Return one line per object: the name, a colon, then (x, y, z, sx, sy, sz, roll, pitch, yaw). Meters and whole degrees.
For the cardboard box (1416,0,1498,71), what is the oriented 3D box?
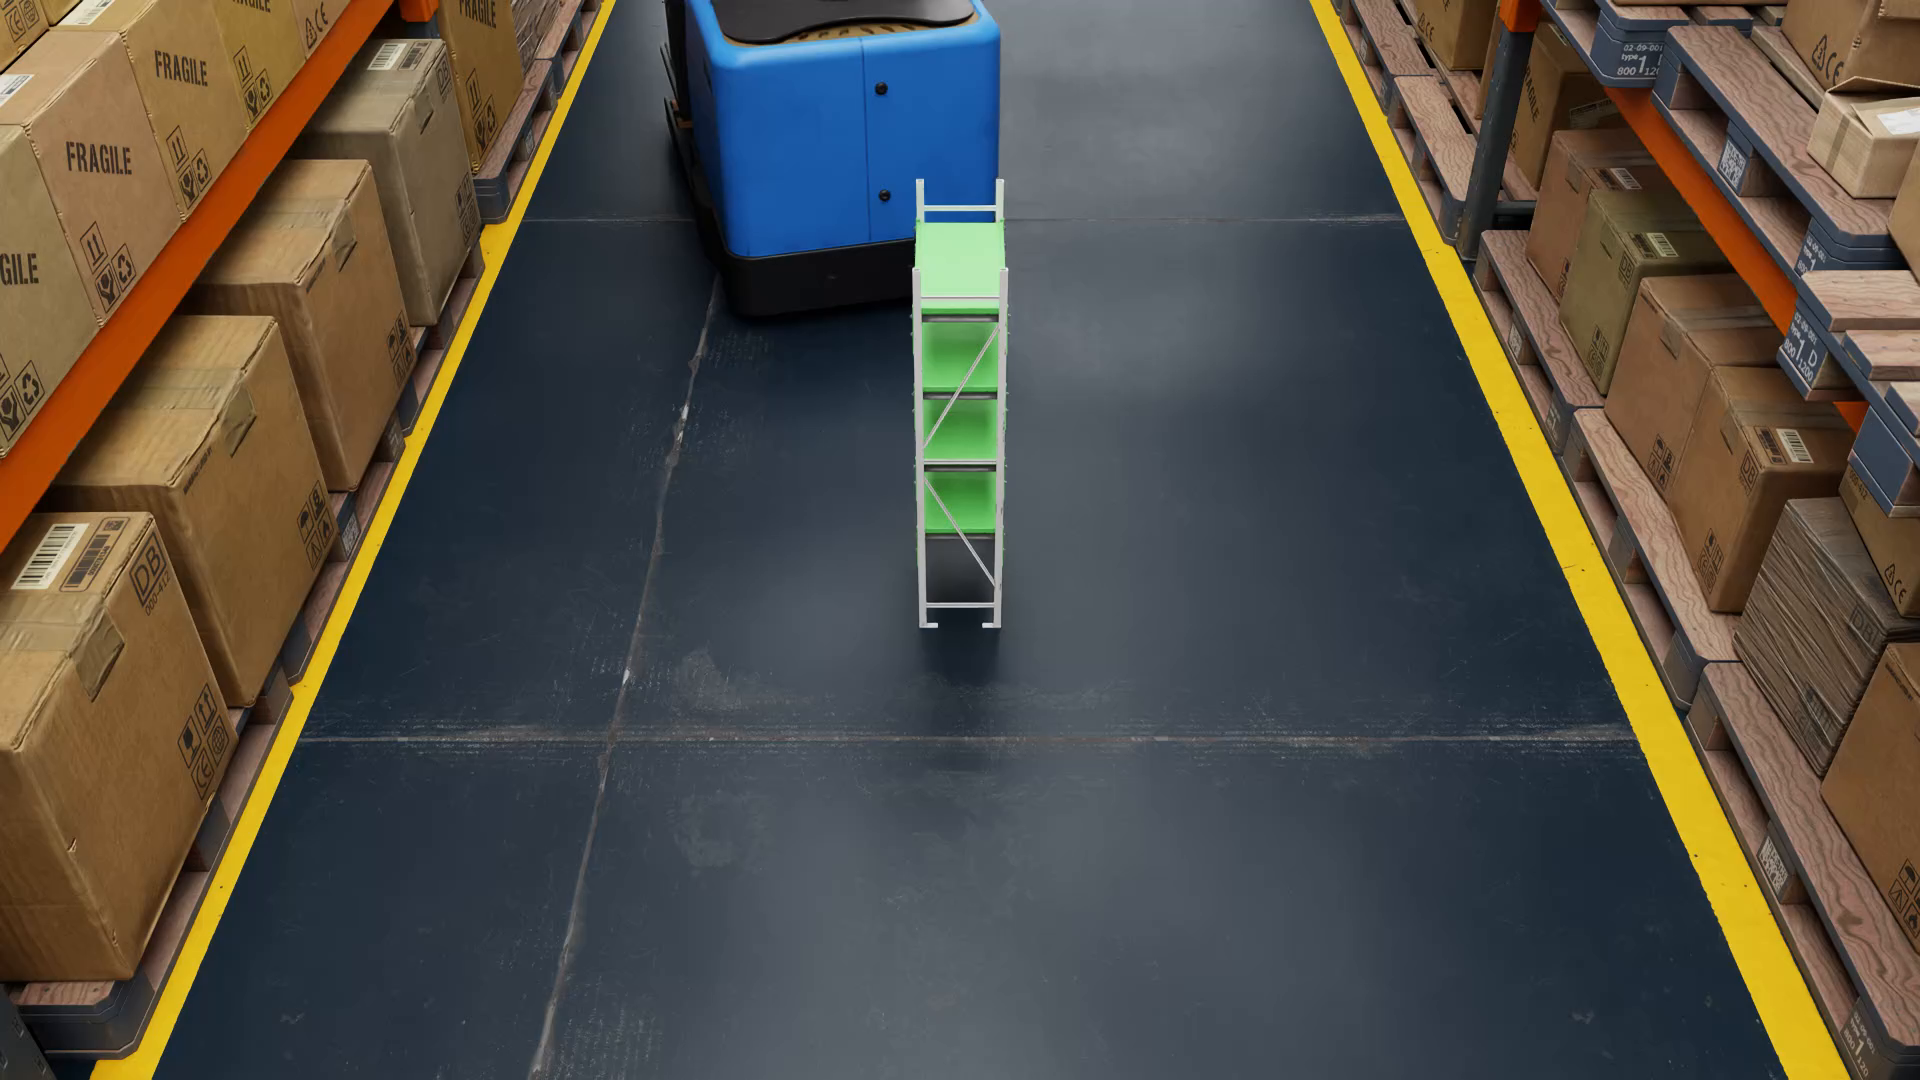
cardboard box: (2.453, -2.499, 7.633, 0.500, 0.500, 0.500, -3, 39, -4)

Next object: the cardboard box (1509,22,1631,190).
cardboard box: (2.541, -1.753, 6.702, 0.500, 0.500, 0.500, -1, 39, -1)

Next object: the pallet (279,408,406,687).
pallet: (-2.378, -0.038, 5.129, 1.003, 0.211, 1.213, 0, 39, 0)

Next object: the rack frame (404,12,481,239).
rack frame: (-2.459, -2.374, 5.813, 1.000, 3.000, 0.127, 0, 39, 0)

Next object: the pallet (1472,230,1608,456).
pallet: (2.504, -0.739, 6.004, 1.003, 0.211, 1.213, 0, 39, 0)

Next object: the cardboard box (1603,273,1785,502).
cardboard box: (2.463, -0.478, 5.095, 0.700, 0.500, 0.500, -3, 39, -4)

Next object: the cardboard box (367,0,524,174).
cardboard box: (-2.390, -2.102, 6.837, 0.875, 0.875, 0.875, 1, 39, 1)

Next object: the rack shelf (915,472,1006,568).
rack shelf: (0.000, -0.128, 4.936, 0.258, 0.148, 0.480, 0, 39, 0)

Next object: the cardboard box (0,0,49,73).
cardboard box: (-2.449, -1.219, 3.493, 0.700, 0.500, 0.500, -1, 39, -1)

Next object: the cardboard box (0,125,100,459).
cardboard box: (-2.188, -0.510, 3.408, 0.500, 0.500, 0.500, 0, 39, 0)

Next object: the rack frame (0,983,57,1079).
rack frame: (-2.451, 0.128, 2.692, 0.949, 2.616, 0.053, 0, 39, 0)

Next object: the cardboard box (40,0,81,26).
cardboard box: (-2.450, -1.539, 3.892, 0.700, 0.500, 0.500, 0, 39, 0)

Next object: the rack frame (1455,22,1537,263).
rack frame: (2.501, -2.314, 5.739, 1.000, 3.000, 0.127, 0, 39, 0)

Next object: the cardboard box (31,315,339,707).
cardboard box: (-2.369, -0.086, 4.422, 1.050, 0.750, 0.750, 1, 39, 1)

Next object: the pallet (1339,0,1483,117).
pallet: (2.461, -2.411, 8.090, 1.003, 0.211, 1.213, 0, 39, 0)

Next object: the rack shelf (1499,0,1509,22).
rack shelf: (2.499, -3.284, 7.525, 1.077, 0.370, 4.000, 0, 39, 0)

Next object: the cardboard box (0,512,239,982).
cardboard box: (-2.365, 0.461, 3.740, 1.050, 0.750, 0.750, -1, 39, -1)

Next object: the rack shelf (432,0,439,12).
rack shelf: (-2.461, -3.344, 7.599, 1.077, 0.370, 4.000, 0, 39, 0)

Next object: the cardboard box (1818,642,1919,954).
cardboard box: (2.485, 0.572, 3.785, 0.700, 0.500, 0.500, -2, 39, -2)

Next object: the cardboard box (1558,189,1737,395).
cardboard box: (2.462, -0.828, 5.532, 0.700, 0.500, 0.500, 0, 39, 0)

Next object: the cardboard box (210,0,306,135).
cardboard box: (-2.190, -1.455, 4.587, 0.500, 0.500, 0.500, 0, 39, 0)

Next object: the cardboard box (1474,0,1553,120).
cardboard box: (2.533, -2.111, 7.149, 0.500, 0.500, 0.500, 12, 40, 14)

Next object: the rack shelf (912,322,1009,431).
rack shelf: (0.000, -0.502, 4.635, 0.258, 0.148, 0.480, 0, 39, 0)

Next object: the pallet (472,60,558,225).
pallet: (-2.381, -1.761, 7.279, 1.003, 0.211, 1.213, 0, 39, 0)

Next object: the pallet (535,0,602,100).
pallet: (-2.386, -2.526, 8.233, 1.003, 0.211, 1.213, 0, 39, 0)

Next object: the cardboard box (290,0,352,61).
cardboard box: (-2.190, -1.771, 4.981, 0.500, 0.500, 0.500, 0, 39, -1)

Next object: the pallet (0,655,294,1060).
pallet: (-2.380, 0.723, 4.179, 1.003, 0.211, 1.213, 0, 39, 0)

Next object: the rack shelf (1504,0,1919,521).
rack shelf: (2.504, -0.783, 4.403, 1.077, 0.370, 4.000, 0, 39, 0)

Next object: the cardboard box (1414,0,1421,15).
cardboard box: (2.497, -2.848, 8.069, 0.500, 0.500, 0.500, 3, 39, 4)

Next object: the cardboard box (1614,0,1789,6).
cardboard box: (2.362, -2.215, 4.800, 1.000, 1.000, 1.000, 0, 39, 0)

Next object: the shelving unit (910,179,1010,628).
shelving unit: (0.000, -0.365, 4.746, 0.258, 1.200, 0.503, 0, 39, 0)

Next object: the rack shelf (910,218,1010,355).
rack shelf: (0.000, -0.689, 4.485, 0.258, 0.148, 0.480, 0, 39, 0)

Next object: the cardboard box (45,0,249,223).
cardboard box: (-2.187, -1.137, 4.190, 0.500, 0.500, 0.500, 0, 39, -1)

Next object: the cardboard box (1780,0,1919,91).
cardboard box: (2.596, -1.434, 4.223, 0.797, 0.503, 0.637, 4, 39, 5)

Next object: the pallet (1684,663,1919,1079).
pallet: (2.506, 0.787, 4.099, 1.003, 0.211, 1.213, 0, 39, 0)

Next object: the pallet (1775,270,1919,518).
pallet: (2.399, -0.183, 3.234, 1.213, 0.211, 1.003, 0, 39, 0)

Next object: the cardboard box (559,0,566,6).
cardboard box: (-2.393, -3.236, 8.252, 0.875, 0.875, 0.875, -1, 39, -1)

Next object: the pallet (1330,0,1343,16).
pallet: (2.462, -3.172, 9.039, 1.003, 0.211, 1.213, 0, 39, 0)

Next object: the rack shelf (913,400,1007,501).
rack shelf: (0.000, -0.315, 4.786, 0.258, 0.148, 0.480, 0, 39, 0)

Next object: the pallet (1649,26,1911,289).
pallet: (2.463, -0.976, 4.222, 1.003, 0.211, 1.213, 0, 39, 0)

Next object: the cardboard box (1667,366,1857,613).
cardboard box: (2.464, -0.129, 4.660, 0.700, 0.500, 0.500, 3, 39, 4)

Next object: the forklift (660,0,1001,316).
forklift: (-0.706, -2.901, 6.526, 1.130, 2.935, 3.031, -9, 40, -11)

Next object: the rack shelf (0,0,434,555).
rack shelf: (-2.456, -0.842, 4.478, 1.077, 0.370, 4.000, 0, 39, 0)

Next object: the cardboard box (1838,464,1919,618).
cardboard box: (2.464, -0.052, 3.964, 0.500, 0.250, 0.500, 4, 39, 5)

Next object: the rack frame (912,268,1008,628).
rack frame: (0.000, -0.212, 4.555, 0.240, 1.200, 0.015, 0, 39, 0)

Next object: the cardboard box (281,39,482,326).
cardboard box: (-2.368, -1.272, 5.901, 1.050, 0.750, 0.750, 0, 39, 0)

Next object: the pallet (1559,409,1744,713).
pallet: (2.508, 0.026, 5.049, 1.003, 0.211, 1.213, 0, 39, 0)

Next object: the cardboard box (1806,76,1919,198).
cardboard box: (2.234, -0.967, 3.829, 0.396, 0.266, 0.258, -1, 39, -1)

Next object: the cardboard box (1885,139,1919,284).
cardboard box: (2.365, -0.702, 3.312, 0.700, 0.500, 0.500, 5, 39, 7)

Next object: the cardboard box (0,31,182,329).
cardboard box: (-2.188, -0.826, 3.802, 0.500, 0.500, 0.500, 0, 39, 0)

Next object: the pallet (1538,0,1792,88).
pallet: (2.357, -1.761, 5.202, 1.003, 0.211, 1.213, 0, 39, 0)

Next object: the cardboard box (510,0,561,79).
cardboard box: (-2.394, -2.666, 7.541, 0.875, 0.875, 0.875, 0, 39, 0)

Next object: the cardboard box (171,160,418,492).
cardboard box: (-2.371, -0.668, 5.149, 1.050, 0.750, 0.750, 0, 39, 0)

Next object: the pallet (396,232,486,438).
pallet: (-2.383, -0.803, 6.083, 1.003, 0.211, 1.213, 0, 39, 0)

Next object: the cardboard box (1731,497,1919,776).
cardboard box: (2.472, 0.225, 4.217, 0.700, 0.500, 0.500, -3, 39, -4)

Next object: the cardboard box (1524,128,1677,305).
cardboard box: (2.481, -1.126, 5.904, 0.700, 0.500, 0.500, -3, 39, -4)

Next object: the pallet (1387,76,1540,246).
pallet: (2.465, -1.646, 7.135, 1.003, 0.211, 1.213, 0, 39, 0)

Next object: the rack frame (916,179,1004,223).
rack frame: (0.000, -0.517, 4.936, 0.240, 1.200, 0.015, 0, 39, 0)

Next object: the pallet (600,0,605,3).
pallet: (-2.384, -3.287, 9.183, 1.003, 0.211, 1.213, 0, 39, 0)
